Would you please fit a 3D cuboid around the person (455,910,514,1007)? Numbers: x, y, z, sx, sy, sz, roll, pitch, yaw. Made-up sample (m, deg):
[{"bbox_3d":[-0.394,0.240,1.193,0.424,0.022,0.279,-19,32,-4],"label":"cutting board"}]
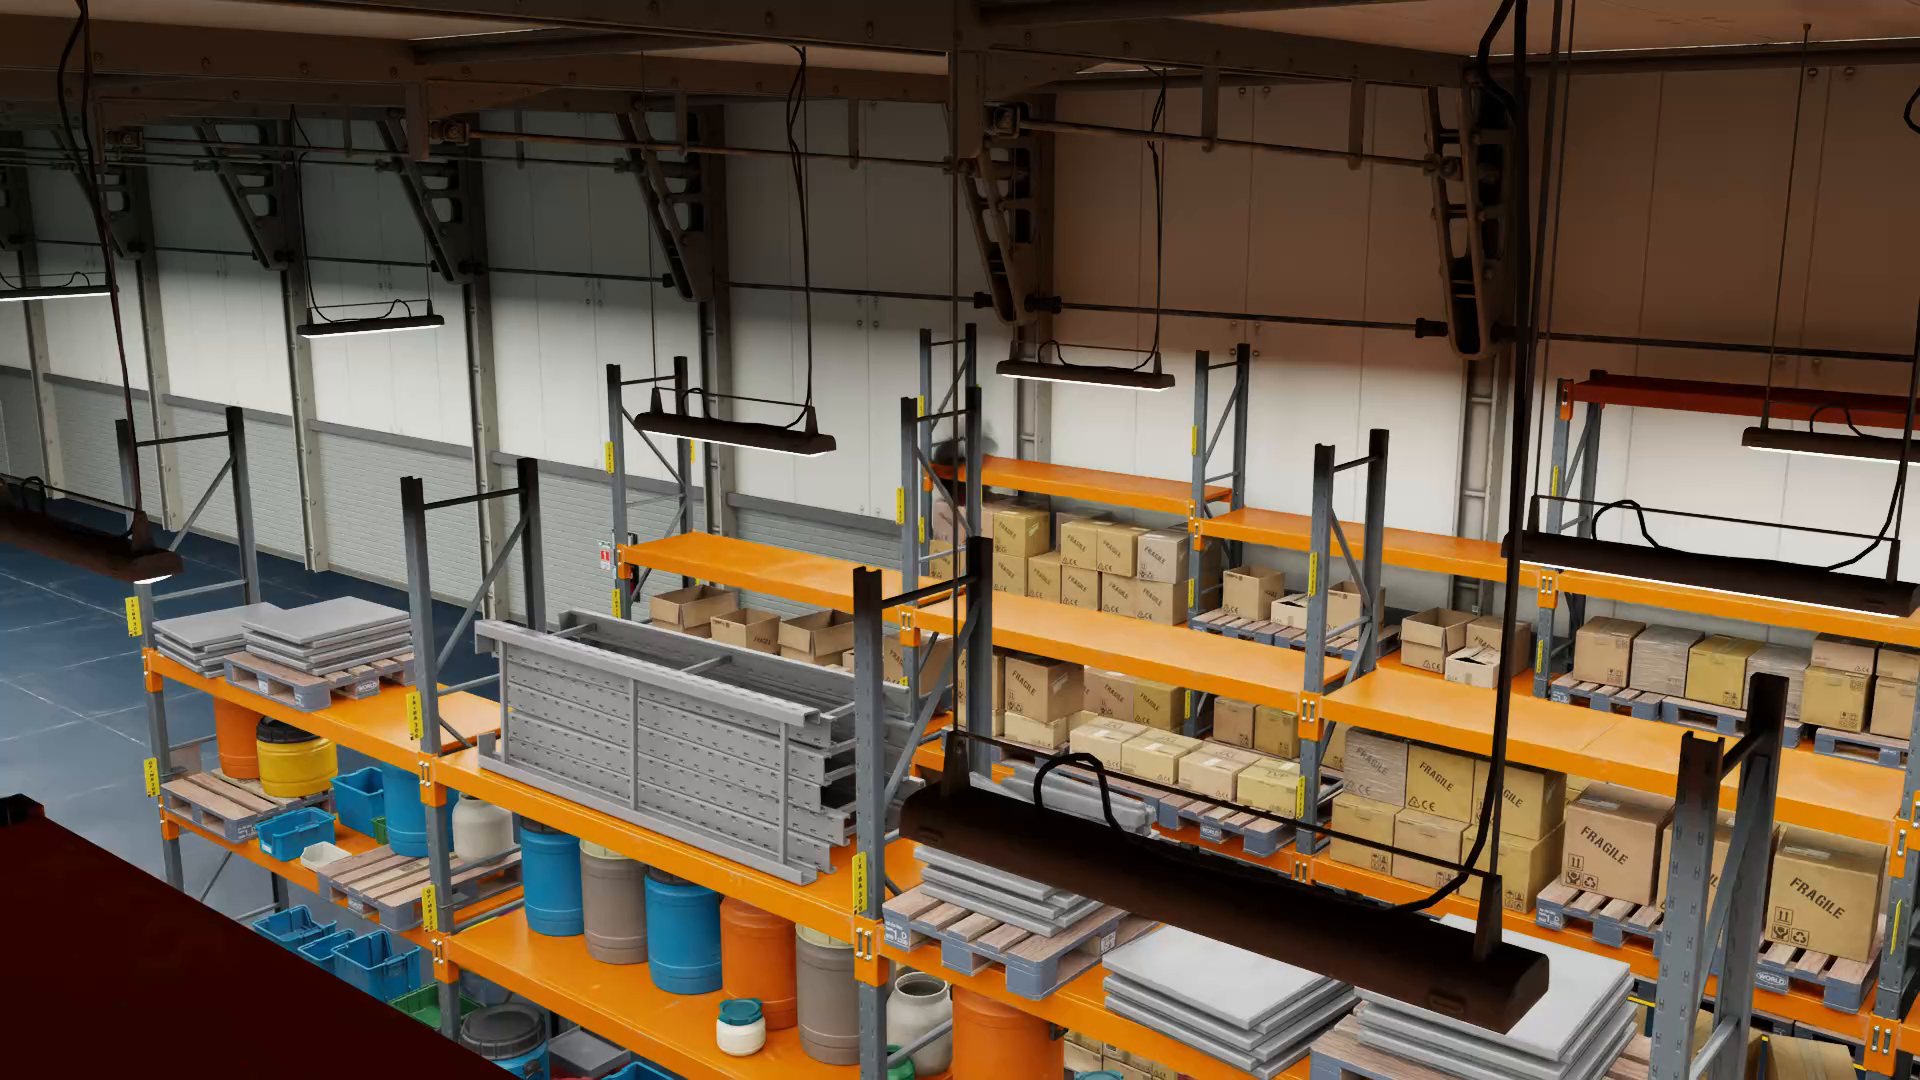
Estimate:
[{"bbox_3d":[-4.423,3.862,15.166,0.754,1.825,0.680,9,16,36],"label":"person"}]
